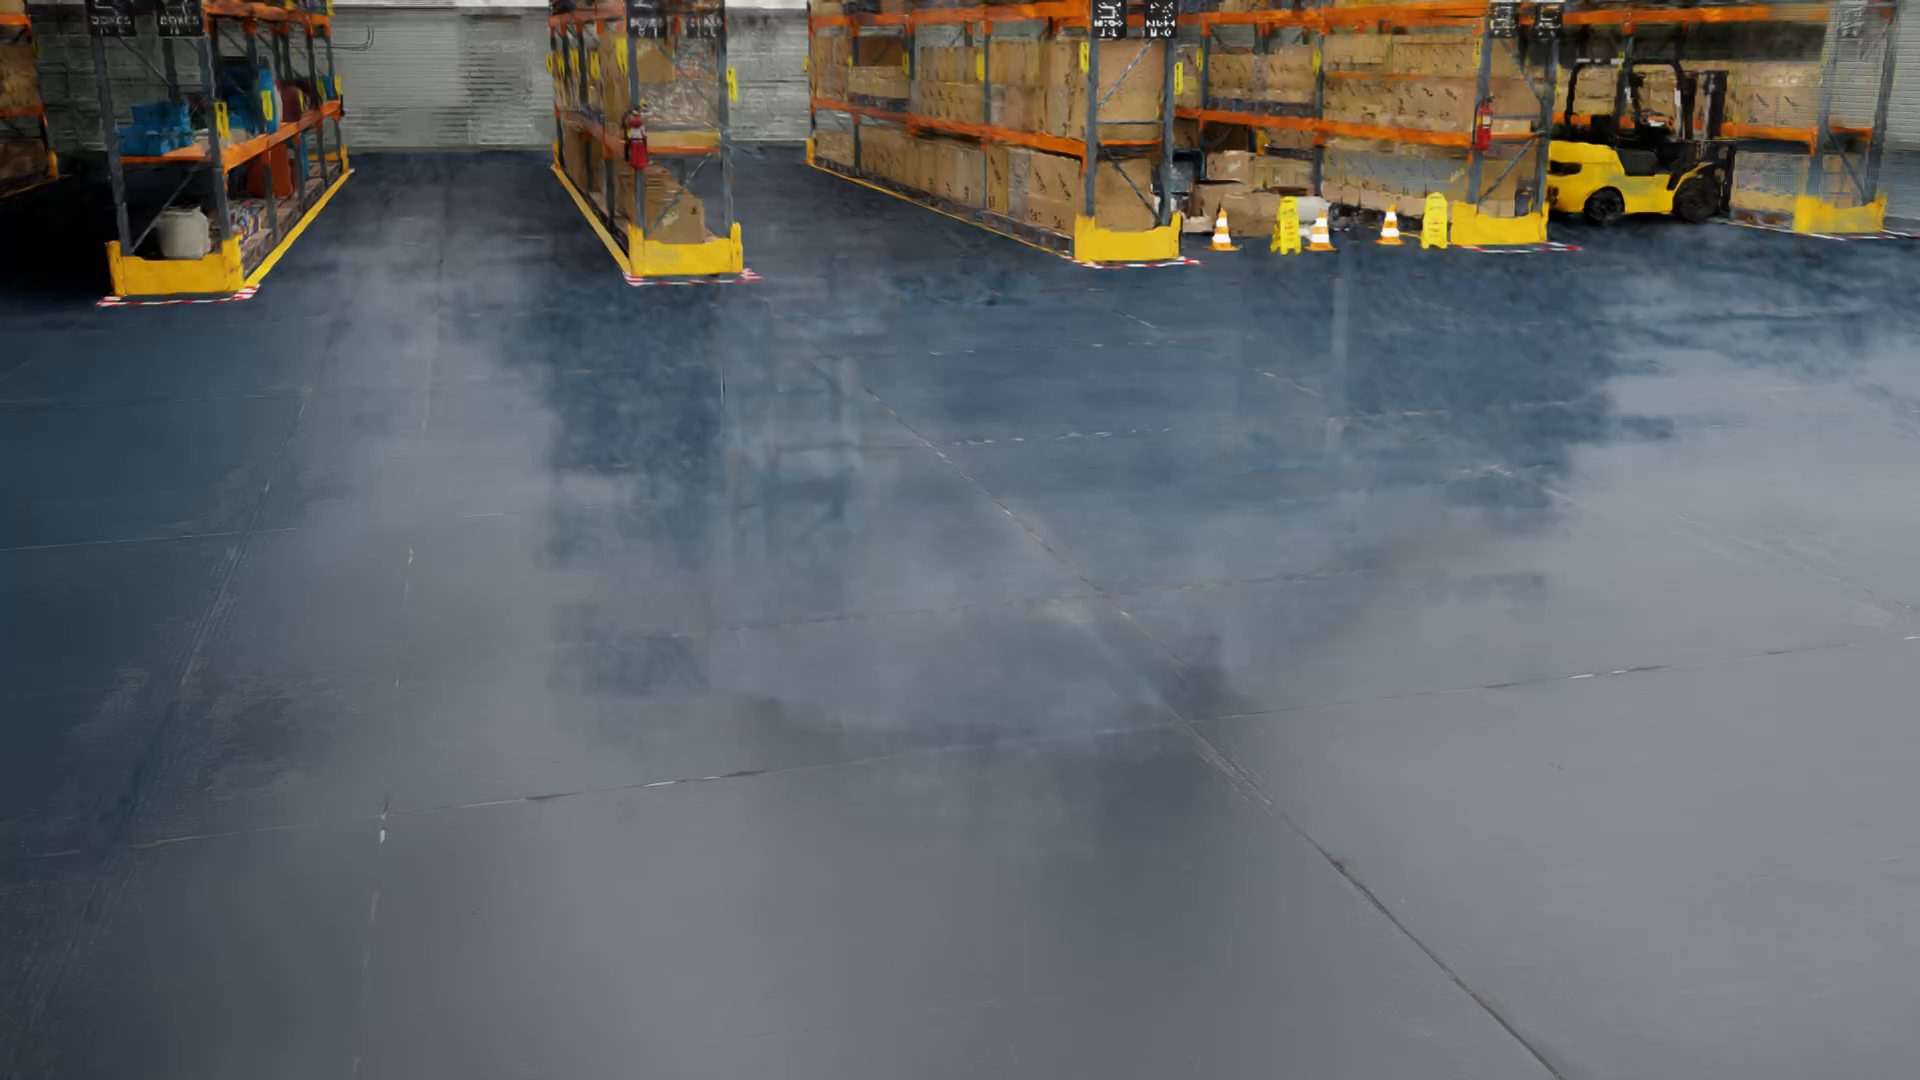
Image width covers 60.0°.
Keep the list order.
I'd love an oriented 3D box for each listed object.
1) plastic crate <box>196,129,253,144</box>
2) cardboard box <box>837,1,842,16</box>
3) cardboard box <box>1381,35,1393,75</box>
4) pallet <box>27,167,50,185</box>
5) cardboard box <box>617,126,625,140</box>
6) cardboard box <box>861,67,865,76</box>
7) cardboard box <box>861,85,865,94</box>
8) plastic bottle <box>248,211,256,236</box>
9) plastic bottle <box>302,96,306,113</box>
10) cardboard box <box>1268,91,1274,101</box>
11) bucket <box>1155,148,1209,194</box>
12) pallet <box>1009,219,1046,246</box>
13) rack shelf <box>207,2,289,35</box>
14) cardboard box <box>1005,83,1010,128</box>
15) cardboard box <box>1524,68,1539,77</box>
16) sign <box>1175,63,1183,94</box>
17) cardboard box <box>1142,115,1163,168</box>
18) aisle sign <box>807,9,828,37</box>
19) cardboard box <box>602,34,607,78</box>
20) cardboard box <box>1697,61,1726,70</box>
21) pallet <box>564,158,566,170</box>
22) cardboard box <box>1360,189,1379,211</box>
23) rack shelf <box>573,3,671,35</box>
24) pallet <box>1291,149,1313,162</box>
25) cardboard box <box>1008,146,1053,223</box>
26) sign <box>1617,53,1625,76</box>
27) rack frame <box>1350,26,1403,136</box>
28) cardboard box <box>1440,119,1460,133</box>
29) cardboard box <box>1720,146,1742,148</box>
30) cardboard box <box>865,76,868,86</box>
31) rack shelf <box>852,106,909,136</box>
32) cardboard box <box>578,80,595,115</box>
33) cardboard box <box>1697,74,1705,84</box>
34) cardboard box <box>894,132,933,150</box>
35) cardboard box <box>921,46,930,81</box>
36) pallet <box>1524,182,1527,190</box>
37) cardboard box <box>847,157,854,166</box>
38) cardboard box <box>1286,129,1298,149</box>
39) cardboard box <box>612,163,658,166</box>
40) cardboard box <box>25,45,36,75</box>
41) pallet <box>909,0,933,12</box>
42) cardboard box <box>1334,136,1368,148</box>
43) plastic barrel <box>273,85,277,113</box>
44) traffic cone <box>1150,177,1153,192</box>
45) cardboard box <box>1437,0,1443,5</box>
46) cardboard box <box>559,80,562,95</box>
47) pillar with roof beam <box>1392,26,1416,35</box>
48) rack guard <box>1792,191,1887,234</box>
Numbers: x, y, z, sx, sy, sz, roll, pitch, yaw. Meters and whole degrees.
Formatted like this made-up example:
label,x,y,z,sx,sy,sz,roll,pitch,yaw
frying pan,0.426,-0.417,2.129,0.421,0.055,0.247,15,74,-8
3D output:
label,x,y,z,sx,sy,sz,roll,pitch,yaw
plastic crate,-3.501,-8.987,32.116,0.530,0.136,0.437,-5,17,-15
cardboard box,2.649,-14.130,43.823,0.500,0.250,0.500,-5,17,-15
cardboard box,10.474,-10.827,35.354,0.700,0.500,0.500,-5,17,-16
pallet,-12.012,-10.894,42.854,1.003,0.211,1.213,-5,17,-15
cardboard box,0.880,-9.177,32.725,0.380,0.149,0.250,-5,17,-15
cardboard box,3.123,-12.444,41.838,0.380,0.149,0.250,-5,17,-16
cardboard box,3.121,-12.161,41.931,0.380,0.149,0.250,-5,18,-18
plastic bottle,-3.599,-8.202,33.001,0.061,0.283,0.133,-4,17,-12
plastic bottle,-5.694,-11.335,39.689,0.152,0.276,0.135,-5,17,-15
cardboard box,9.426,-11.203,38.739,0.380,0.149,0.250,-5,17,-15
bucket,7.622,-9.603,36.757,0.726,0.611,0.620,1,7,4
pallet,5.841,-8.408,34.578,1.003,0.211,1.213,-5,17,-15
rack shelf,-4.741,-11.188,35.021,1.077,0.370,4.000,-5,17,-15
cardboard box,5.654,-10.119,35.164,0.875,0.550,0.550,-5,17,-15
cardboard box,13.941,-12.109,40.748,0.380,0.149,0.250,-4,17,-14
sign,7.003,-9.687,32.344,0.100,0.325,0.005,-5,17,-15
cardboard box,8.404,-11.700,43.651,0.875,0.875,0.875,-4,17,-14
aisle sign,1.762,-14.859,46.687,0.394,0.787,0.004,-5,17,-15
cardboard box,0.589,-10.321,33.668,0.500,0.500,0.500,-5,17,-15
cardboard box,15.104,-11.151,37.041,0.380,0.149,0.250,-5,17,-15
pallet,-2.432,-11.703,45.546,1.003,0.211,1.213,-5,17,-15
cardboard box,10.308,-9.124,36.163,0.500,0.250,0.500,-5,17,-16
rack shelf,0.022,-11.580,36.324,1.077,0.370,4.000,-5,17,-15
pallet,12.146,-12.517,48.255,1.003,0.211,1.213,-5,17,-15
cardboard box,5.725,-9.054,34.842,0.875,0.875,0.875,-5,17,-15
sign,14.352,-11.582,38.422,0.100,0.325,0.005,-5,17,-15
rack frame,12.673,-13.324,46.096,1.000,3.000,0.127,-5,17,-15
cardboard box,10.714,-9.639,34.264,0.380,0.149,0.250,-5,17,-16
cardboard box,15.118,-9.891,36.978,0.500,0.250,0.500,-5,17,-16
cardboard box,3.201,-12.227,41.632,0.380,0.149,0.250,-5,17,-16
rack shelf,3.719,-11.614,41.652,1.077,0.370,4.000,-5,17,-15
cardboard box,-0.902,-11.206,38.869,0.500,0.500,0.500,-4,17,-14
cardboard box,15.030,-11.005,37.072,0.380,0.149,0.250,-5,18,-17
cardboard box,3.829,-10.937,40.458,0.500,0.250,0.500,-5,17,-17
cardboard box,4.383,-11.807,39.132,0.700,0.500,0.500,-5,17,-16
pallet,13.961,-10.652,42.045,1.003,0.211,1.213,-5,17,-15
cardboard box,2.734,-11.429,44.011,0.380,0.149,0.250,-4,17,-15
cardboard box,11.848,-13.018,48.693,0.700,0.500,0.500,-4,17,-13
cardboard box,0.002,-9.562,37.151,0.700,0.500,0.500,-3,17,-11
cardboard box,-11.866,-12.897,42.761,0.500,0.500,0.500,-5,17,-16
pallet,4.497,-12.577,38.723,1.213,0.211,1.003,-4,17,-13
cardboard box,9.979,-10.048,36.808,0.380,0.149,0.250,-4,17,-14
plastic barrel,-4.564,-10.213,35.500,0.433,0.535,0.433,0,17,0
traffic cone,7.372,-9.736,38.561,0.336,0.463,0.334,-5,17,-15
cardboard box,10.686,-11.222,34.320,0.380,0.149,0.250,-5,17,-15
cardboard box,-2.286,-12.603,43.439,0.500,0.250,0.500,-4,17,-14
pillar with roof beam,9.209,-16.121,44.978,9.100,9.000,0.400,-5,17,-15
rack guard,15.977,-8.801,35.383,1.175,0.500,0.348,-5,17,-15
